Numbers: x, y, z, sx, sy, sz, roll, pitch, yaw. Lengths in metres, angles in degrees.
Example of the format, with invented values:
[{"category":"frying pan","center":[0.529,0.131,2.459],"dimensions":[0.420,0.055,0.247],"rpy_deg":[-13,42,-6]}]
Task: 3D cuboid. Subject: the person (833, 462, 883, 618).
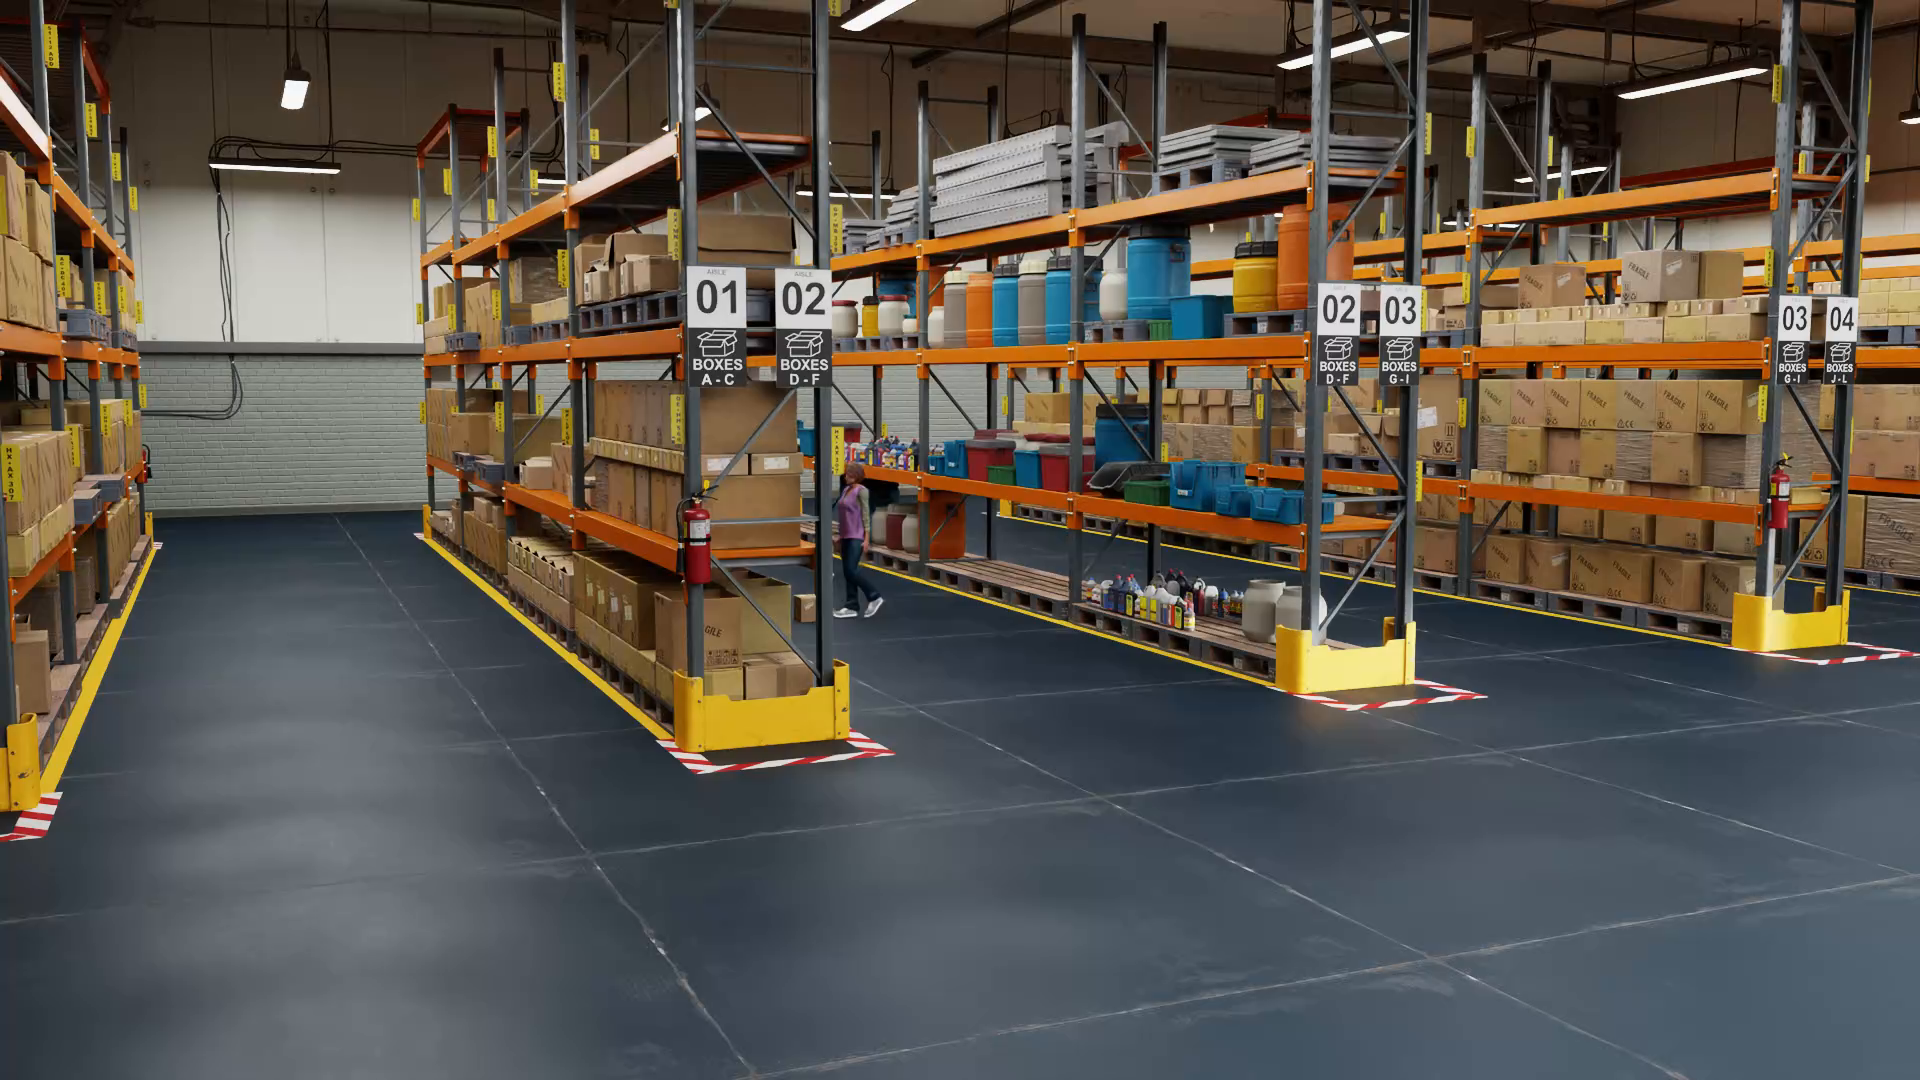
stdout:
[{"category":"person","center":[-1.079,0.001,17.074],"dimensions":[0.481,1.598,0.438],"rpy_deg":[-3,6,-30]}]
